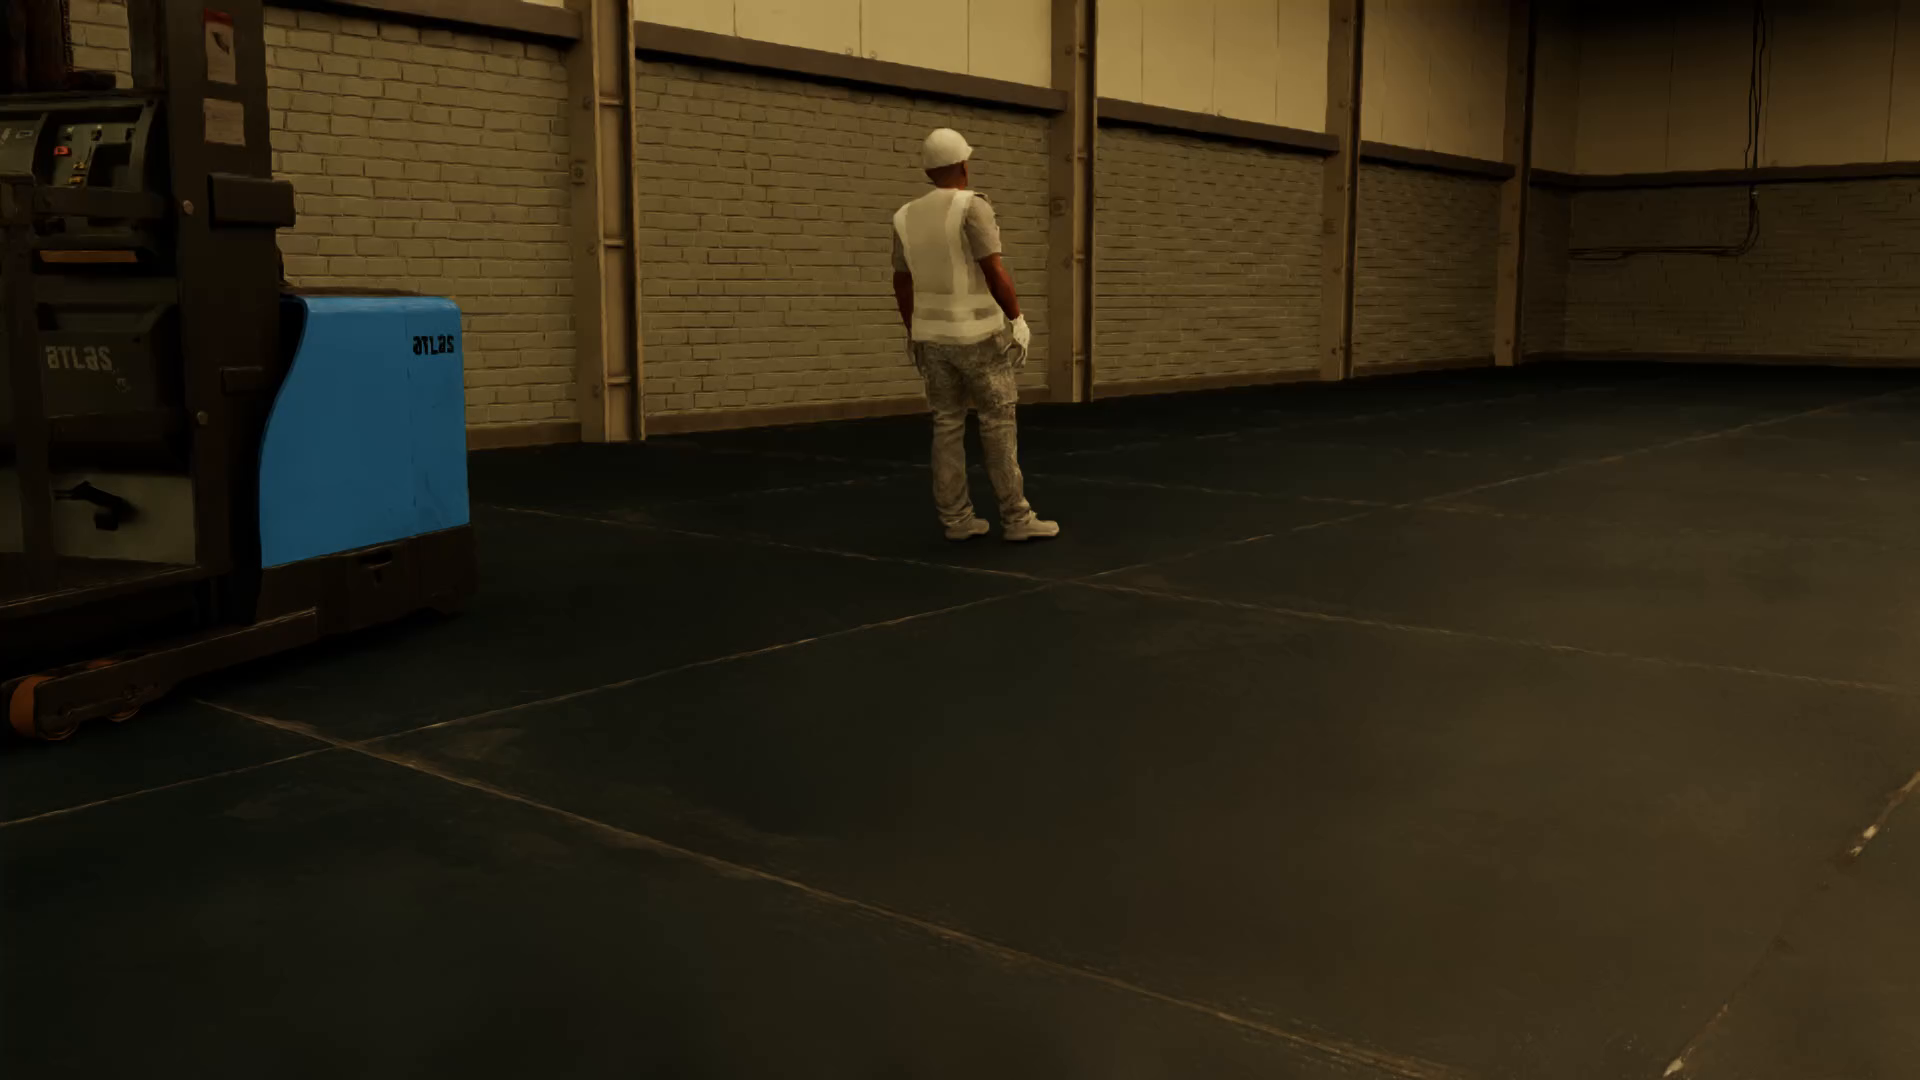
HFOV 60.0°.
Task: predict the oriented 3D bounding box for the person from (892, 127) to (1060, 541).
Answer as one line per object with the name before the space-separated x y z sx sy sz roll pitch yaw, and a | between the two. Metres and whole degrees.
person | 0.051 -0.897 7.326 0.655 1.782 0.576 7 11 38

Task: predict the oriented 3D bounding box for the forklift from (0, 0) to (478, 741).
forklift | -2.607 -1.024 4.281 1.130 2.935 3.031 3 9 19
